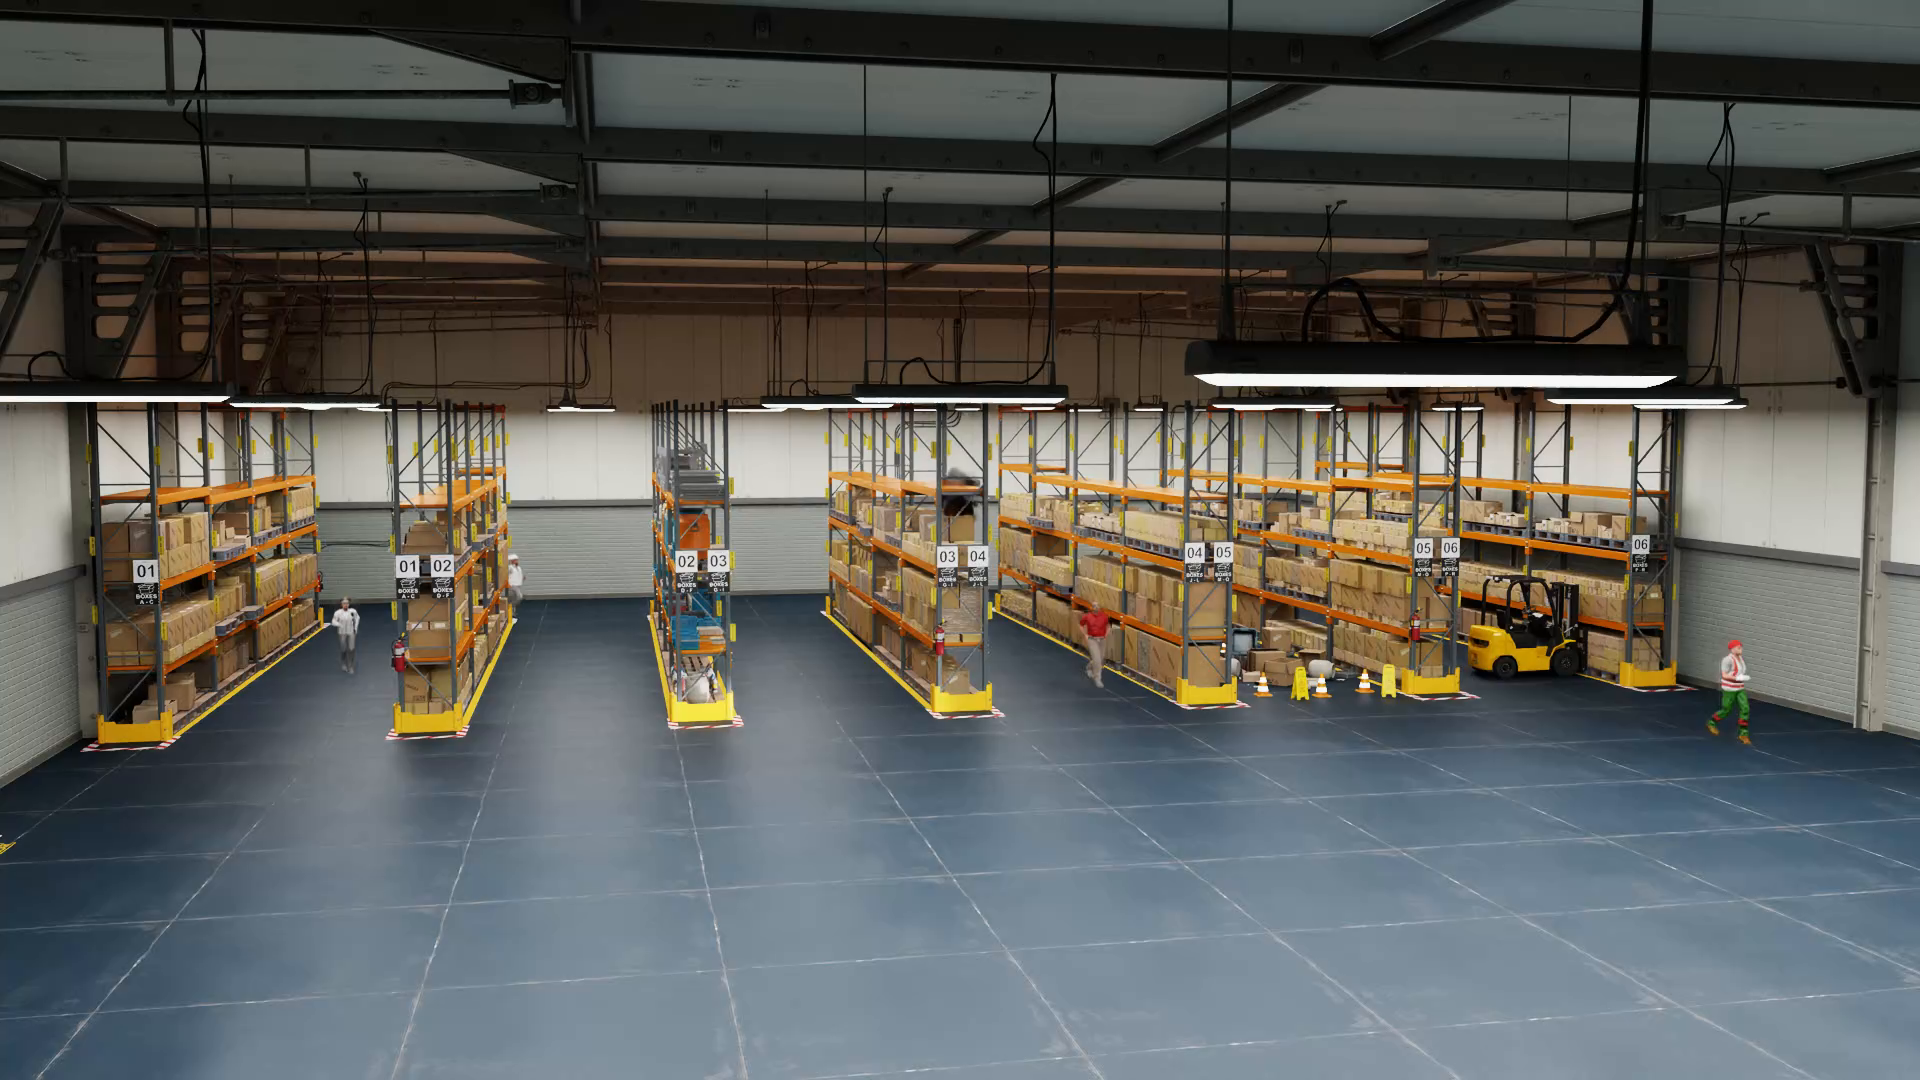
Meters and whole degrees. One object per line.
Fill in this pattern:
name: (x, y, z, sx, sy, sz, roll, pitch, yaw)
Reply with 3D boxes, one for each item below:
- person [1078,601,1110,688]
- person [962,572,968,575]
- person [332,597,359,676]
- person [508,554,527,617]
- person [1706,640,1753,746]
person: (2.780, 2.106, 34.065, 0.654, 1.731, 0.810, -2, 5, -19)
person: (0.310, 1.314, 46.585, 0.706, 1.798, 0.845, -1, 4, -7)
person: (-13.585, 2.103, 36.786, 0.562, 1.719, 0.857, -1, 5, -19)
person: (-12.619, 1.300, 47.218, 0.627, 1.782, 0.673, 1, 4, 16)
person: (13.483, 2.653, 29.092, 0.690, 1.849, 0.912, -3, 5, -31)
